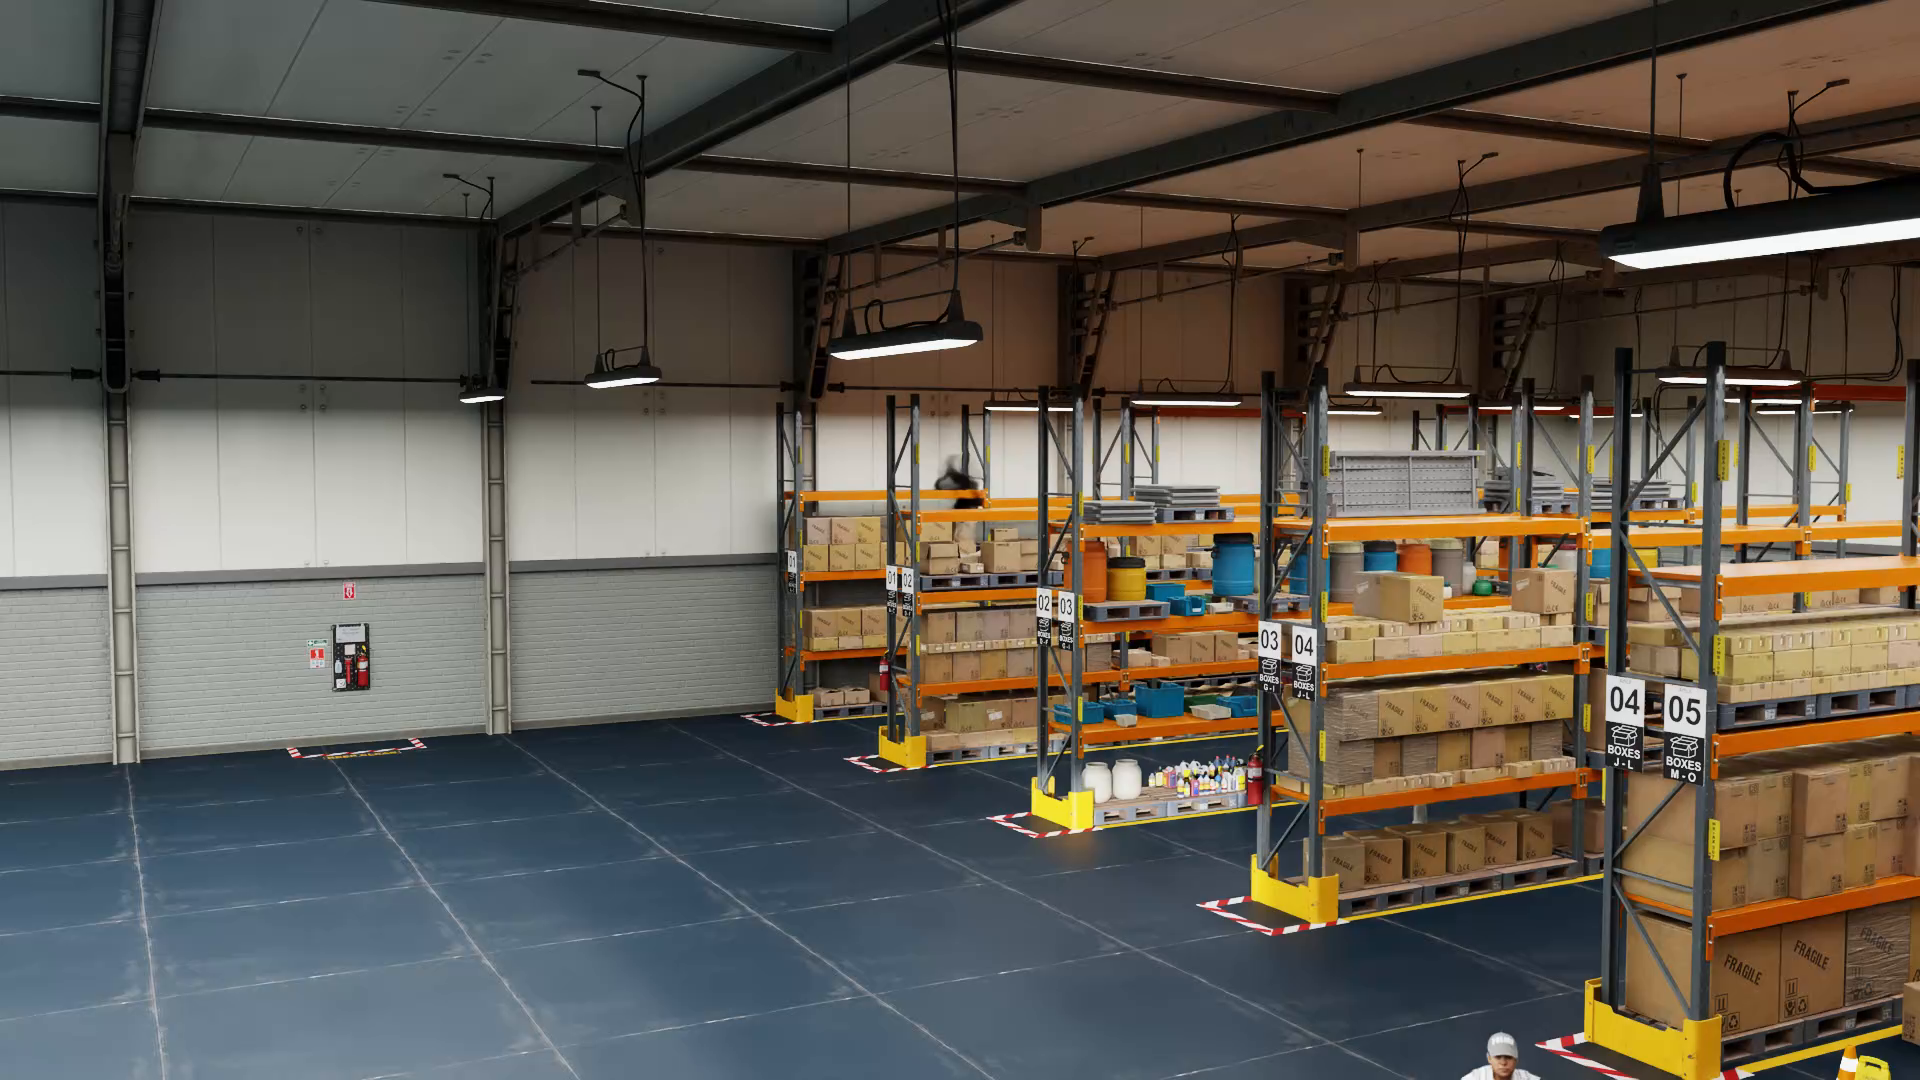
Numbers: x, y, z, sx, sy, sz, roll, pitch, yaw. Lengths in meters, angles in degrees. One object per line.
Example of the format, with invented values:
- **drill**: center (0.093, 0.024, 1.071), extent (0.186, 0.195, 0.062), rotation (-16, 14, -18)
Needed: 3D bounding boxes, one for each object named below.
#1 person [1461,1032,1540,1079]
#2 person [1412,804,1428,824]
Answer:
- **person**: center (3.244, 3.786, 9.974), extent (0.593, 1.687, 0.686), rotation (1, 3, 21)
- **person**: center (6.137, 3.036, 22.342), extent (0.633, 1.733, 0.707), rotation (-3, 4, -41)
